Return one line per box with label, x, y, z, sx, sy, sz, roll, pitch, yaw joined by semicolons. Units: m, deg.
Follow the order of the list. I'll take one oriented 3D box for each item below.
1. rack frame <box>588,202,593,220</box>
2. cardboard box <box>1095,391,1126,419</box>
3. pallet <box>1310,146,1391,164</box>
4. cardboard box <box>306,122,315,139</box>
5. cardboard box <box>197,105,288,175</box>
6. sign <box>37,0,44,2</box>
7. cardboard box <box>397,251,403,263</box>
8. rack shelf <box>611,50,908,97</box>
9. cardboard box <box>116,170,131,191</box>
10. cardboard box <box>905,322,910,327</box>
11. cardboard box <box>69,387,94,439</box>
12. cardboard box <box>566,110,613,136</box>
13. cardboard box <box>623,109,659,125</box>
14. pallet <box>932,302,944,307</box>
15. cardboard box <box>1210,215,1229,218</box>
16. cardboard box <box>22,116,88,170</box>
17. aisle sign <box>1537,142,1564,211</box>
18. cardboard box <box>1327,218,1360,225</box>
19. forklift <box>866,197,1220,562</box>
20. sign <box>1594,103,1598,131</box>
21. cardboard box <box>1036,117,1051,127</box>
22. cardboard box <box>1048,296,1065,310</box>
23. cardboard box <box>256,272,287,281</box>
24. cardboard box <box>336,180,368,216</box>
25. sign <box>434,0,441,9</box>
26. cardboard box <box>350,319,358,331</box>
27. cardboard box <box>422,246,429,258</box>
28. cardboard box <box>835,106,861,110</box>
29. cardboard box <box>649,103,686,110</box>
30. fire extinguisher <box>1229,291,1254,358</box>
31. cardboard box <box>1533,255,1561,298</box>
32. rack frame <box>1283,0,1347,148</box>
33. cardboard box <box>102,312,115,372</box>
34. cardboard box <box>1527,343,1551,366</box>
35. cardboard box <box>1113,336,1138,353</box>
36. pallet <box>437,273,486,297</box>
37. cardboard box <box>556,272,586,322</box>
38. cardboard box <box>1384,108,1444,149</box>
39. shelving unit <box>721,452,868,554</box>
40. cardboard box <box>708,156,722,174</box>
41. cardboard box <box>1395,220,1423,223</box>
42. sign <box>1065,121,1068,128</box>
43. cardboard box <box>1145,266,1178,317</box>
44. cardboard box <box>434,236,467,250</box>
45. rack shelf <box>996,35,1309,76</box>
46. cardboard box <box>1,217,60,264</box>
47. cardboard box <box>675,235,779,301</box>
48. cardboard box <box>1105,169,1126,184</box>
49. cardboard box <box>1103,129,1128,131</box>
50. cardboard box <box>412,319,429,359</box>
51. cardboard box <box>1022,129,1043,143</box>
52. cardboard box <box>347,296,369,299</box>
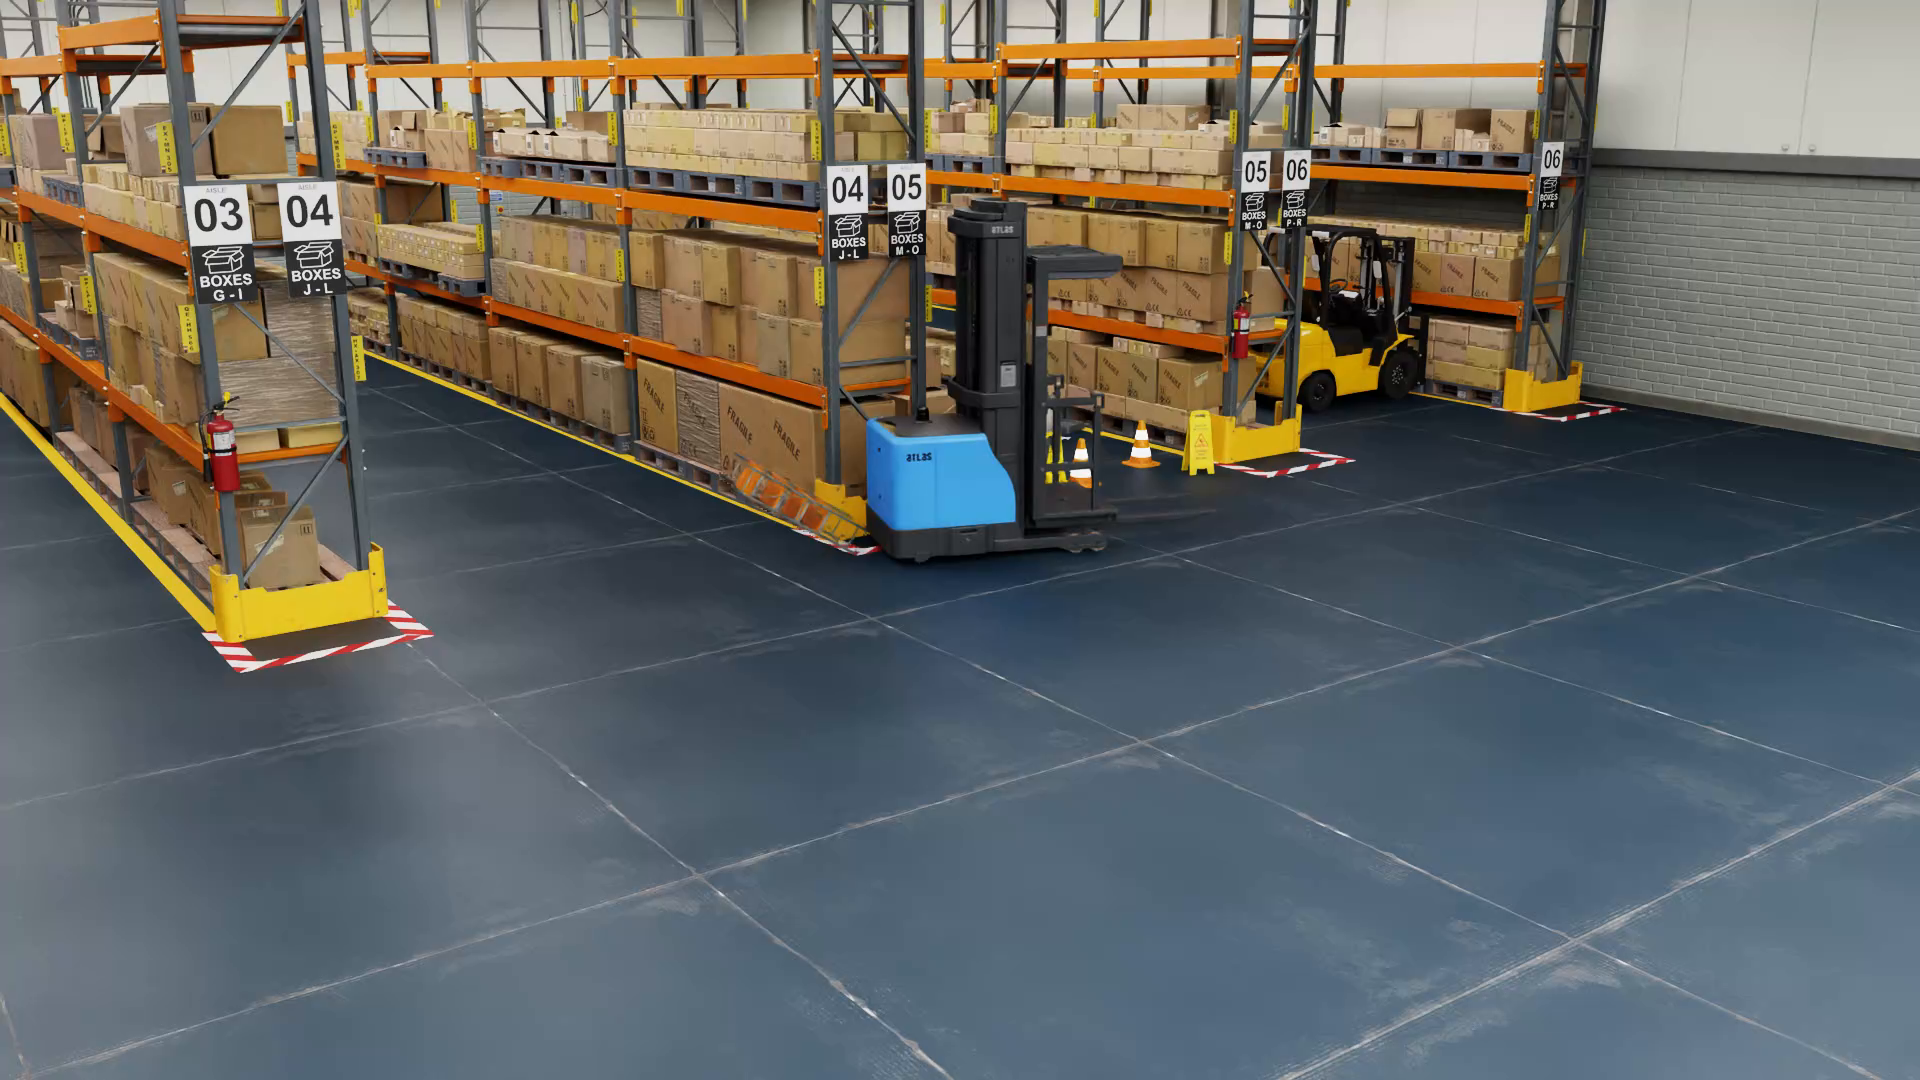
rack frame;-6.206;-5.770;29.975;1.000;3.000;0.127;-11;19;-35
cardboard box;1.899;-1.583;19.091;0.500;0.250;0.500;-12;19;-37
pallet;5.385;-5.205;22.395;1.003;0.211;1.213;-11;19;-35
cardboard box;-9.795;-6.350;25.750;0.500;0.250;0.500;-11;19;-35
cardboard box;-5.468;-3.054;12.669;0.500;0.500;0.500;-11;19;-35
sign;-11.438;-6.846;20.625;0.100;0.325;0.005;-11;19;-35
cardboard box;-7.480;-3.886;22.771;0.380;0.149;0.250;-11;19;-34
rack shelf;-1.919;-4.344;15.522;1.077;0.370;4.000;-11;19;-35
cardboard box;-6.427;-2.846;13.139;0.380;0.149;0.250;-11;19;-36
cardboard box;-1.178;-2.874;23.578;0.950;0.372;0.625;-12;20;-38
cardboard box;-9.108;-1.390;17.874;0.700;0.500;0.500;-12;19;-37
cardboard box;-4.198;-4.690;19.172;0.500;0.500;0.500;-11;19;-35
cardboard box;-3.155;-4.248;16.713;0.380;0.149;0.250;-11;19;-34
pallet;-0.244;-4.489;30.576;1.003;0.211;1.213;-11;19;-35
cardboard box;3.971;-4.781;24.943;0.380;0.149;0.250;-11;19;-34
cardboard box;-8.853;-3.904;16.339;0.500;0.500;0.500;-12;19;-36
aisle sign;7.016;-4.319;19.749;0.394;0.787;0.004;-11;19;-35
cardboard box;5.194;-4.274;22.529;0.380;0.149;0.250;-11;19;-36
forklift;0.754;-1.430;14.248;3.031;2.935;1.130;-4;16;-16
sign;7.667;-5.116;20.098;0.100;0.325;0.005;-11;19;-35
cardboard box;1.457;-6.794;27.000;0.380;0.149;0.250;-11;19;-36
cardboard box;1.264;-2.813;19.648;0.380;0.149;0.250;-10;18;-33
cardboard box;-5.205;-1.757;12.665;0.500;0.500;0.500;-11;19;-35
cardboard box;-9.209;-5.187;25.199;0.500;0.500;0.500;-12;19;-36
sign;-7.353;-7.634;23.351;0.100;0.325;0.005;-11;19;-35
cardboard box;-9.181;-3.318;25.620;0.380;0.149;0.250;-11;19;-35
cardboard box;-6.865;-3.806;21.918;0.380;0.149;0.250;-10;18;-33
cardboard box;-2.135;-8.166;31.823;0.500;0.250;0.500;-11;19;-35
cardboard box;-4.673;-6.946;27.410;0.797;0.503;0.637;-9;18;-30
fire extinguisher;2.897;-2.220;17.151;0.296;0.674;0.183;-11;19;-35
cardboard box;7.148;-3.322;20.840;0.500;0.500;0.500;-10;18;-33
rack frame;4.863;-6.872;22.638;1.000;3.000;0.127;-11;19;-35
cardboard box;-6.951;-1.755;14.554;0.875;0.500;0.500;-11;19;-35
cardboard box;7.106;-2.375;21.036;0.500;0.250;0.500;-10;18;-34
cardboard box;1.951;-2.213;18.745;0.380;0.149;0.250;-10;18;-32
pallet;-5.952;-3.315;21.368;1.213;0.211;1.003;-11;19;-35
cardboard box;-4.212;-2.751;18.757;0.500;0.500;0.500;-11;19;-34
cardboard box;5.923;-5.294;21.372;0.797;0.503;0.637;-10;18;-33
shelving unit;-1.399;-0.311;14.036;1.200;0.258;0.503;29;3;-23
cardboard box;-2.109;-3.484;15.432;0.380;0.149;0.250;-11;19;-34
cardboard box;6.022;-4.183;22.197;0.380;0.149;0.250;-11;19;-35
sign;1.284;-4.989;20.462;0.100;0.325;0.005;-11;19;-35
cardboard box;2.369;-2.726;18.100;0.500;0.500;0.500;-11;19;-34
cardboard box;-6.565;-3.840;21.477;0.380;0.149;0.250;-10;18;-33
rack shelf;2.026;-5.325;18.356;1.077;0.370;4.000;-11;19;-35
cardboard box;-11.093;-3.626;20.053;0.797;0.503;0.637;-11;19;-34
cardboard box;-2.282;-2.690;16.394;0.875;0.550;0.550;-11;19;-35
cardboard box;1.827;-4.033;18.422;0.380;0.149;0.250;-11;19;-35
cardboard box;1.838;-4.664;19.217;0.380;0.149;0.250;-11;19;-36
cardboard box;-7.266;-2.811;23.104;0.500;0.500;0.500;-10;18;-32
cardboard box;0.948;-4.749;19.527;0.380;0.149;0.250;-10;18;-33
cardboard box;-9.445;-3.715;25.945;0.380;0.149;0.250;-10;18;-32
